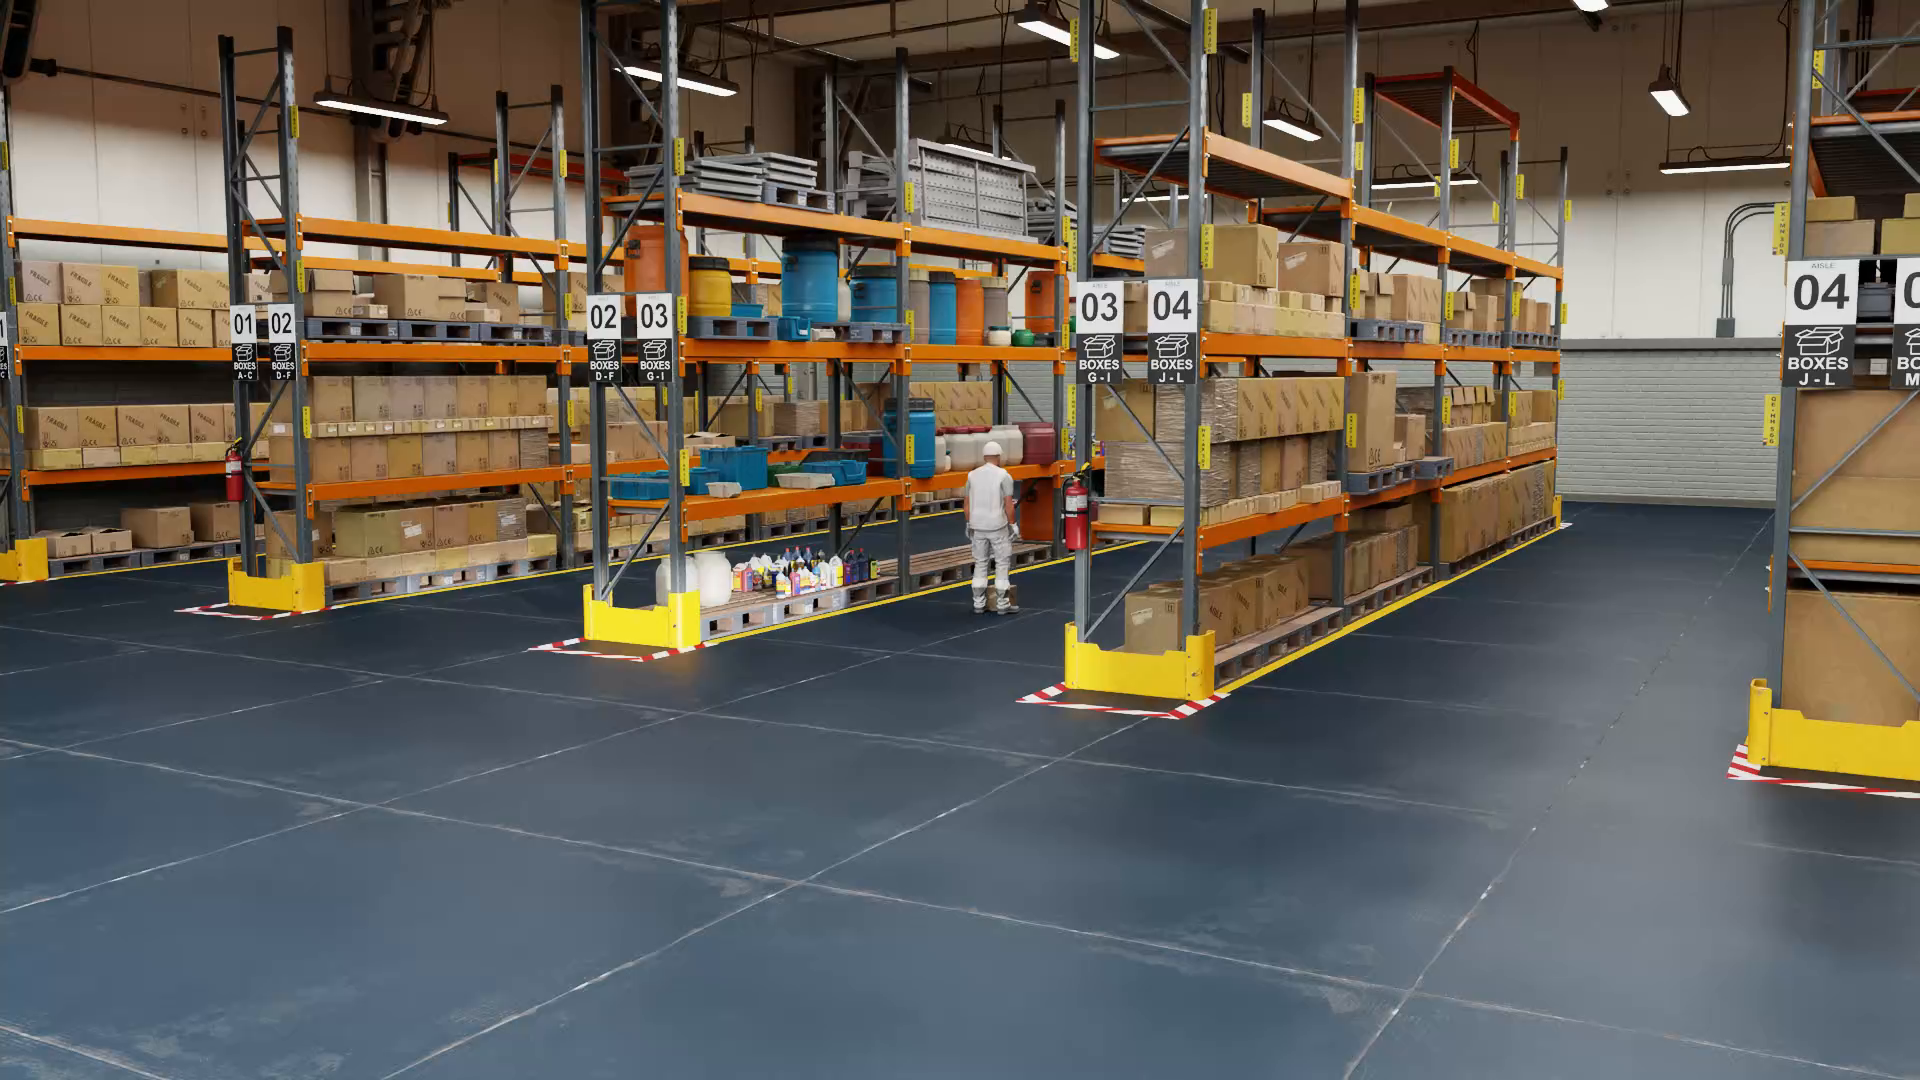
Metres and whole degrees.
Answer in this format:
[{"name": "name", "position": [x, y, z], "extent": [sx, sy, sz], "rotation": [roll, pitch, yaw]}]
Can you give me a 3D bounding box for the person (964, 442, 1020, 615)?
[{"name": "person", "position": [0.330, -0.128, 17.250], "extent": [0.603, 1.778, 0.451], "rotation": [3, 7, 28]}]
